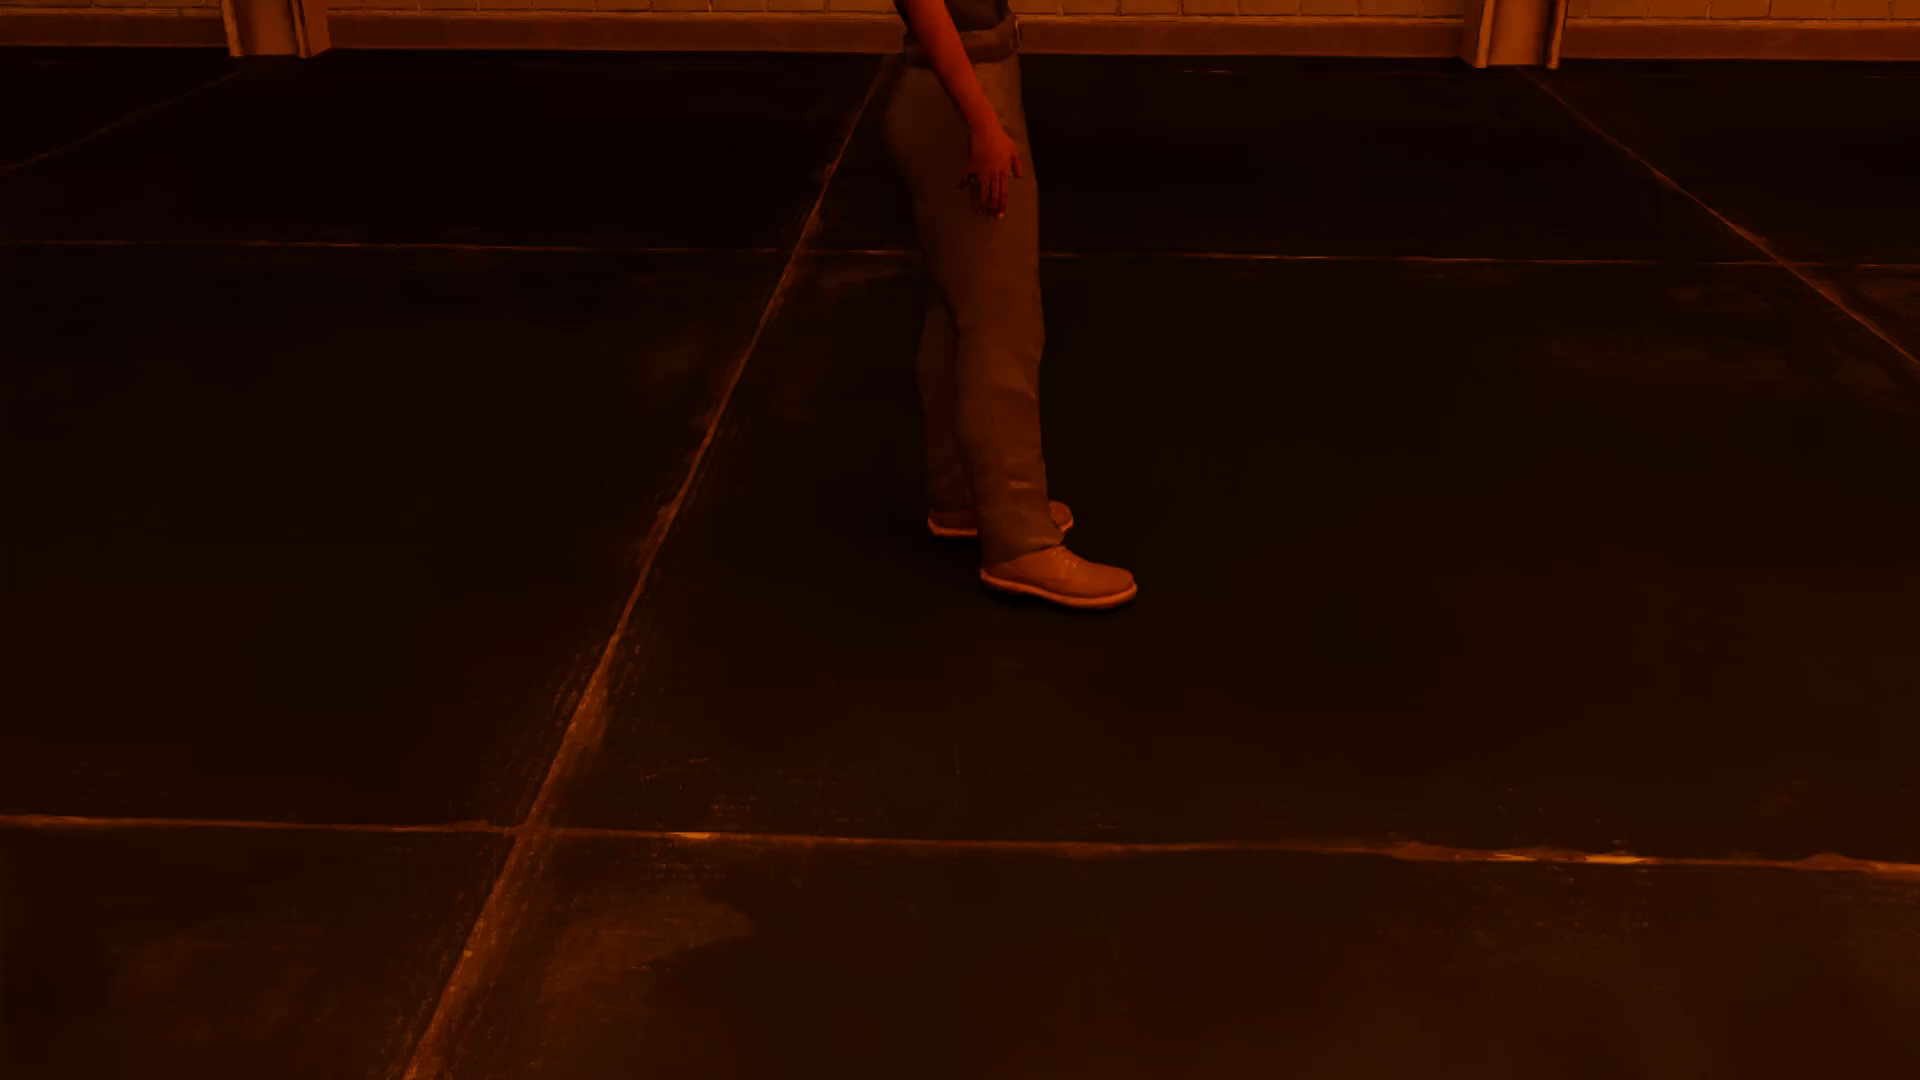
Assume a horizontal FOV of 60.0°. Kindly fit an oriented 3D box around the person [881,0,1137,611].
[{"bbox_3d":[0.087,-0.738,2.942,0.503,1.654,0.570,1,26,2],"label":"person"}]
